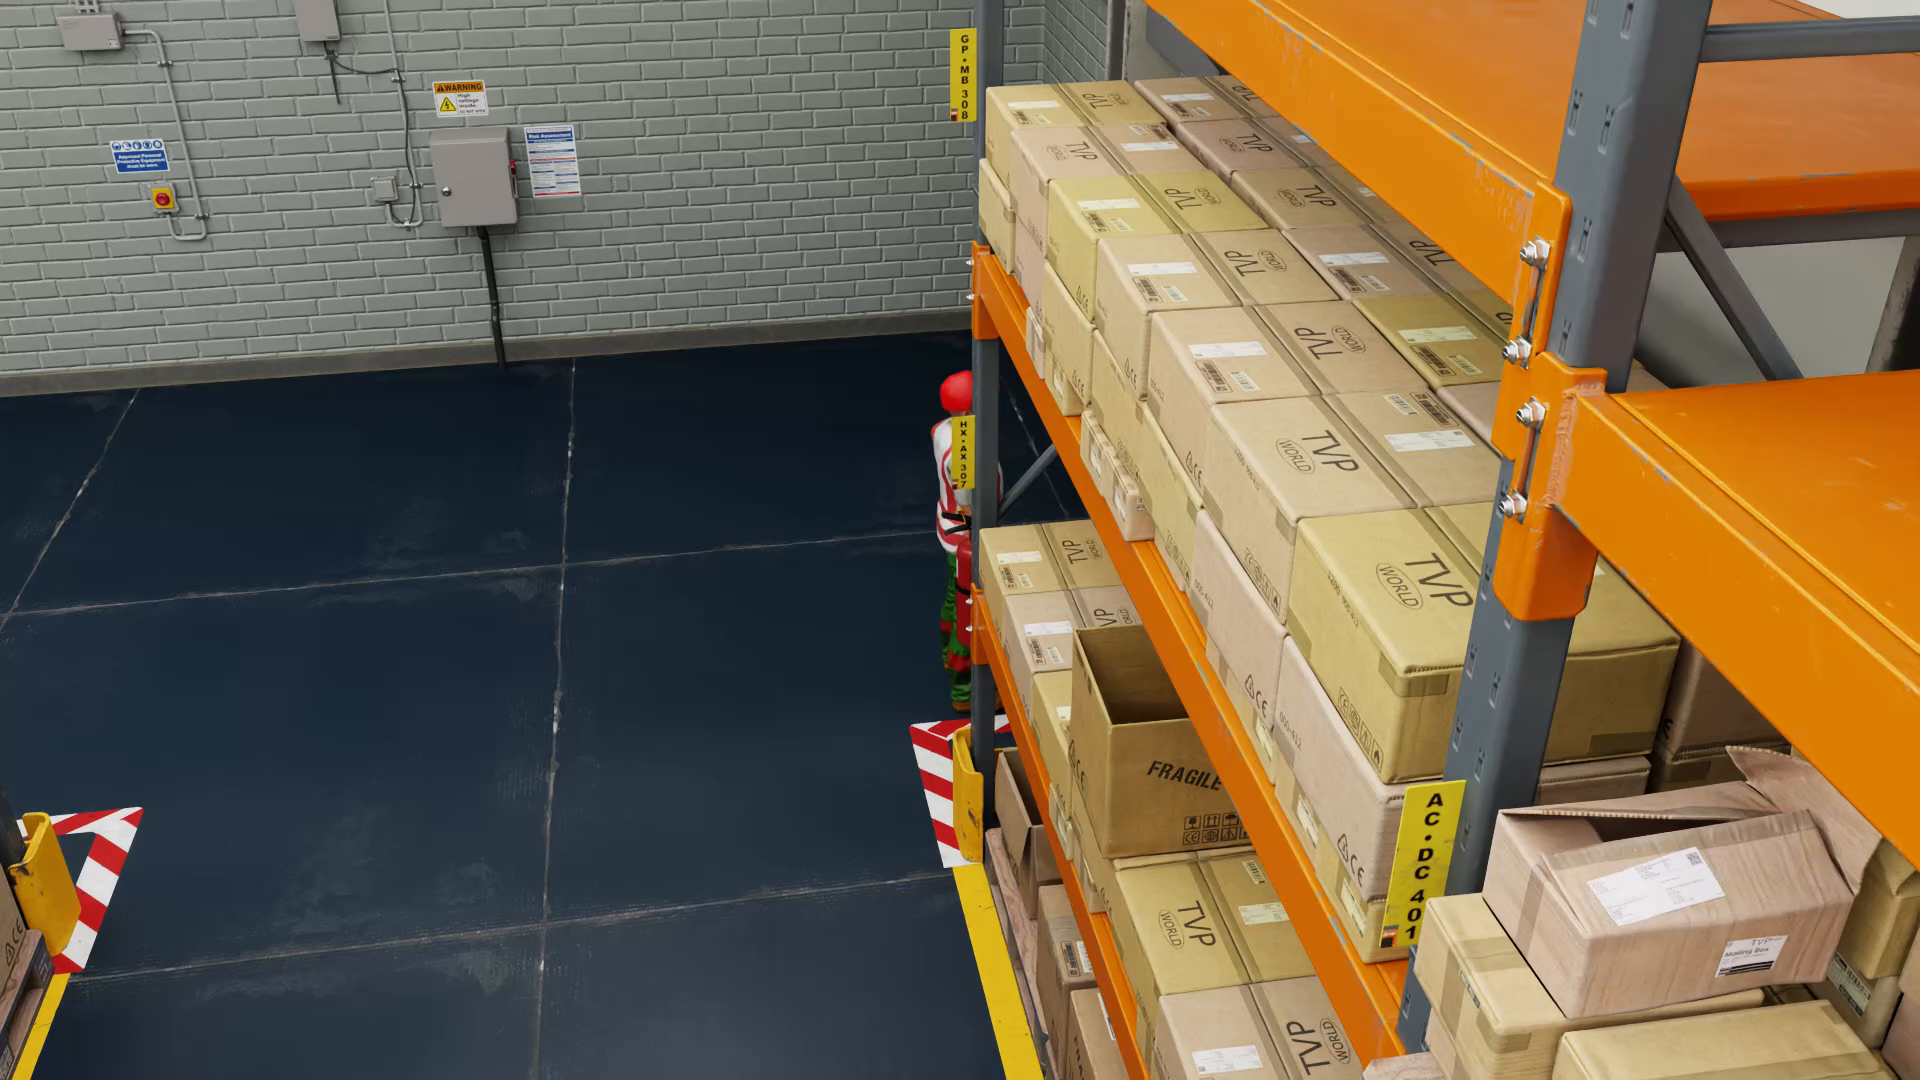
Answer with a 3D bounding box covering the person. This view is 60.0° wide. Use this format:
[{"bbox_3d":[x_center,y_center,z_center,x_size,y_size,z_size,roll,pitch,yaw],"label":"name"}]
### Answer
[{"bbox_3d":[0.062,-0.001,8.106,0.365,1.790,0.557,-4,31,-6],"label":"person"}]
